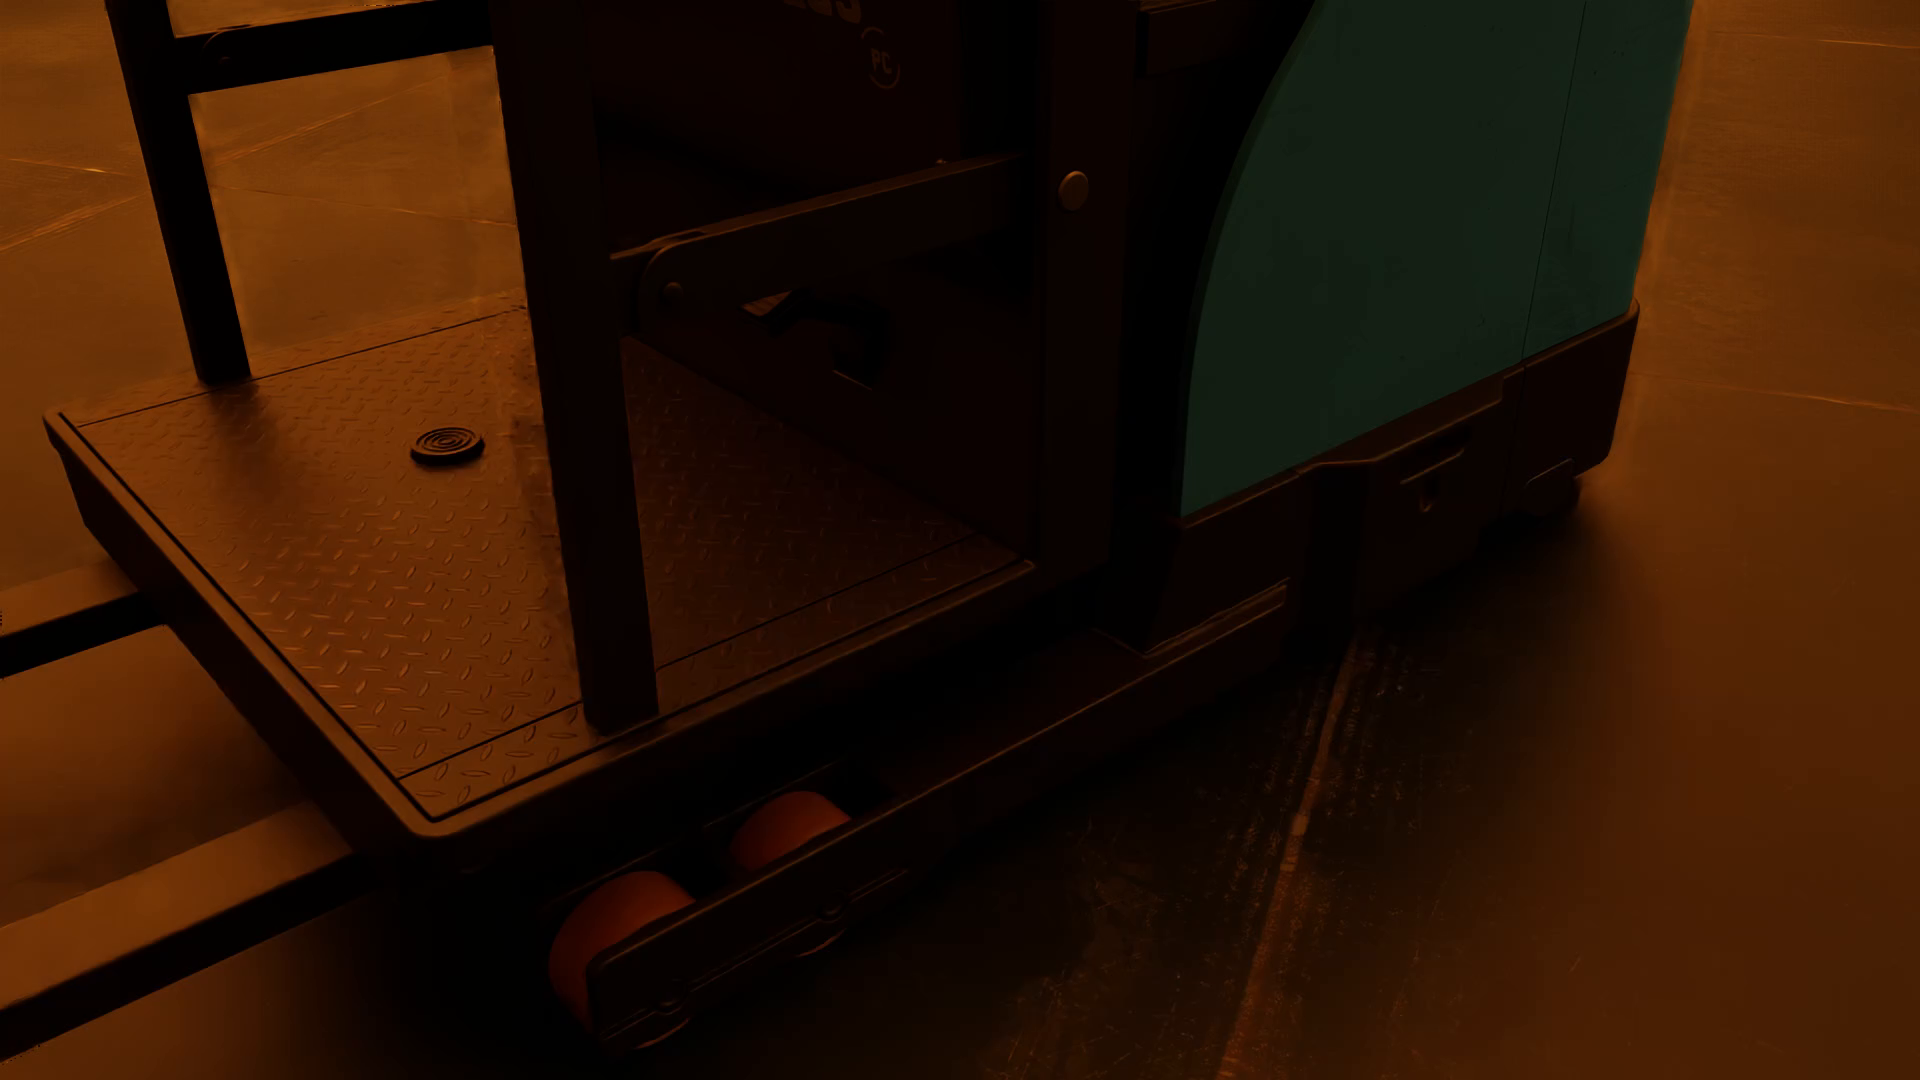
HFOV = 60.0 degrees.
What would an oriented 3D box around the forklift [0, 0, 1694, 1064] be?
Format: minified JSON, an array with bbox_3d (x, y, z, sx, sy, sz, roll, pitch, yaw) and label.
[{"bbox_3d":[-0.425,-1.073,1.421,3.031,2.935,1.130,-23,37,-35],"label":"forklift"}]
